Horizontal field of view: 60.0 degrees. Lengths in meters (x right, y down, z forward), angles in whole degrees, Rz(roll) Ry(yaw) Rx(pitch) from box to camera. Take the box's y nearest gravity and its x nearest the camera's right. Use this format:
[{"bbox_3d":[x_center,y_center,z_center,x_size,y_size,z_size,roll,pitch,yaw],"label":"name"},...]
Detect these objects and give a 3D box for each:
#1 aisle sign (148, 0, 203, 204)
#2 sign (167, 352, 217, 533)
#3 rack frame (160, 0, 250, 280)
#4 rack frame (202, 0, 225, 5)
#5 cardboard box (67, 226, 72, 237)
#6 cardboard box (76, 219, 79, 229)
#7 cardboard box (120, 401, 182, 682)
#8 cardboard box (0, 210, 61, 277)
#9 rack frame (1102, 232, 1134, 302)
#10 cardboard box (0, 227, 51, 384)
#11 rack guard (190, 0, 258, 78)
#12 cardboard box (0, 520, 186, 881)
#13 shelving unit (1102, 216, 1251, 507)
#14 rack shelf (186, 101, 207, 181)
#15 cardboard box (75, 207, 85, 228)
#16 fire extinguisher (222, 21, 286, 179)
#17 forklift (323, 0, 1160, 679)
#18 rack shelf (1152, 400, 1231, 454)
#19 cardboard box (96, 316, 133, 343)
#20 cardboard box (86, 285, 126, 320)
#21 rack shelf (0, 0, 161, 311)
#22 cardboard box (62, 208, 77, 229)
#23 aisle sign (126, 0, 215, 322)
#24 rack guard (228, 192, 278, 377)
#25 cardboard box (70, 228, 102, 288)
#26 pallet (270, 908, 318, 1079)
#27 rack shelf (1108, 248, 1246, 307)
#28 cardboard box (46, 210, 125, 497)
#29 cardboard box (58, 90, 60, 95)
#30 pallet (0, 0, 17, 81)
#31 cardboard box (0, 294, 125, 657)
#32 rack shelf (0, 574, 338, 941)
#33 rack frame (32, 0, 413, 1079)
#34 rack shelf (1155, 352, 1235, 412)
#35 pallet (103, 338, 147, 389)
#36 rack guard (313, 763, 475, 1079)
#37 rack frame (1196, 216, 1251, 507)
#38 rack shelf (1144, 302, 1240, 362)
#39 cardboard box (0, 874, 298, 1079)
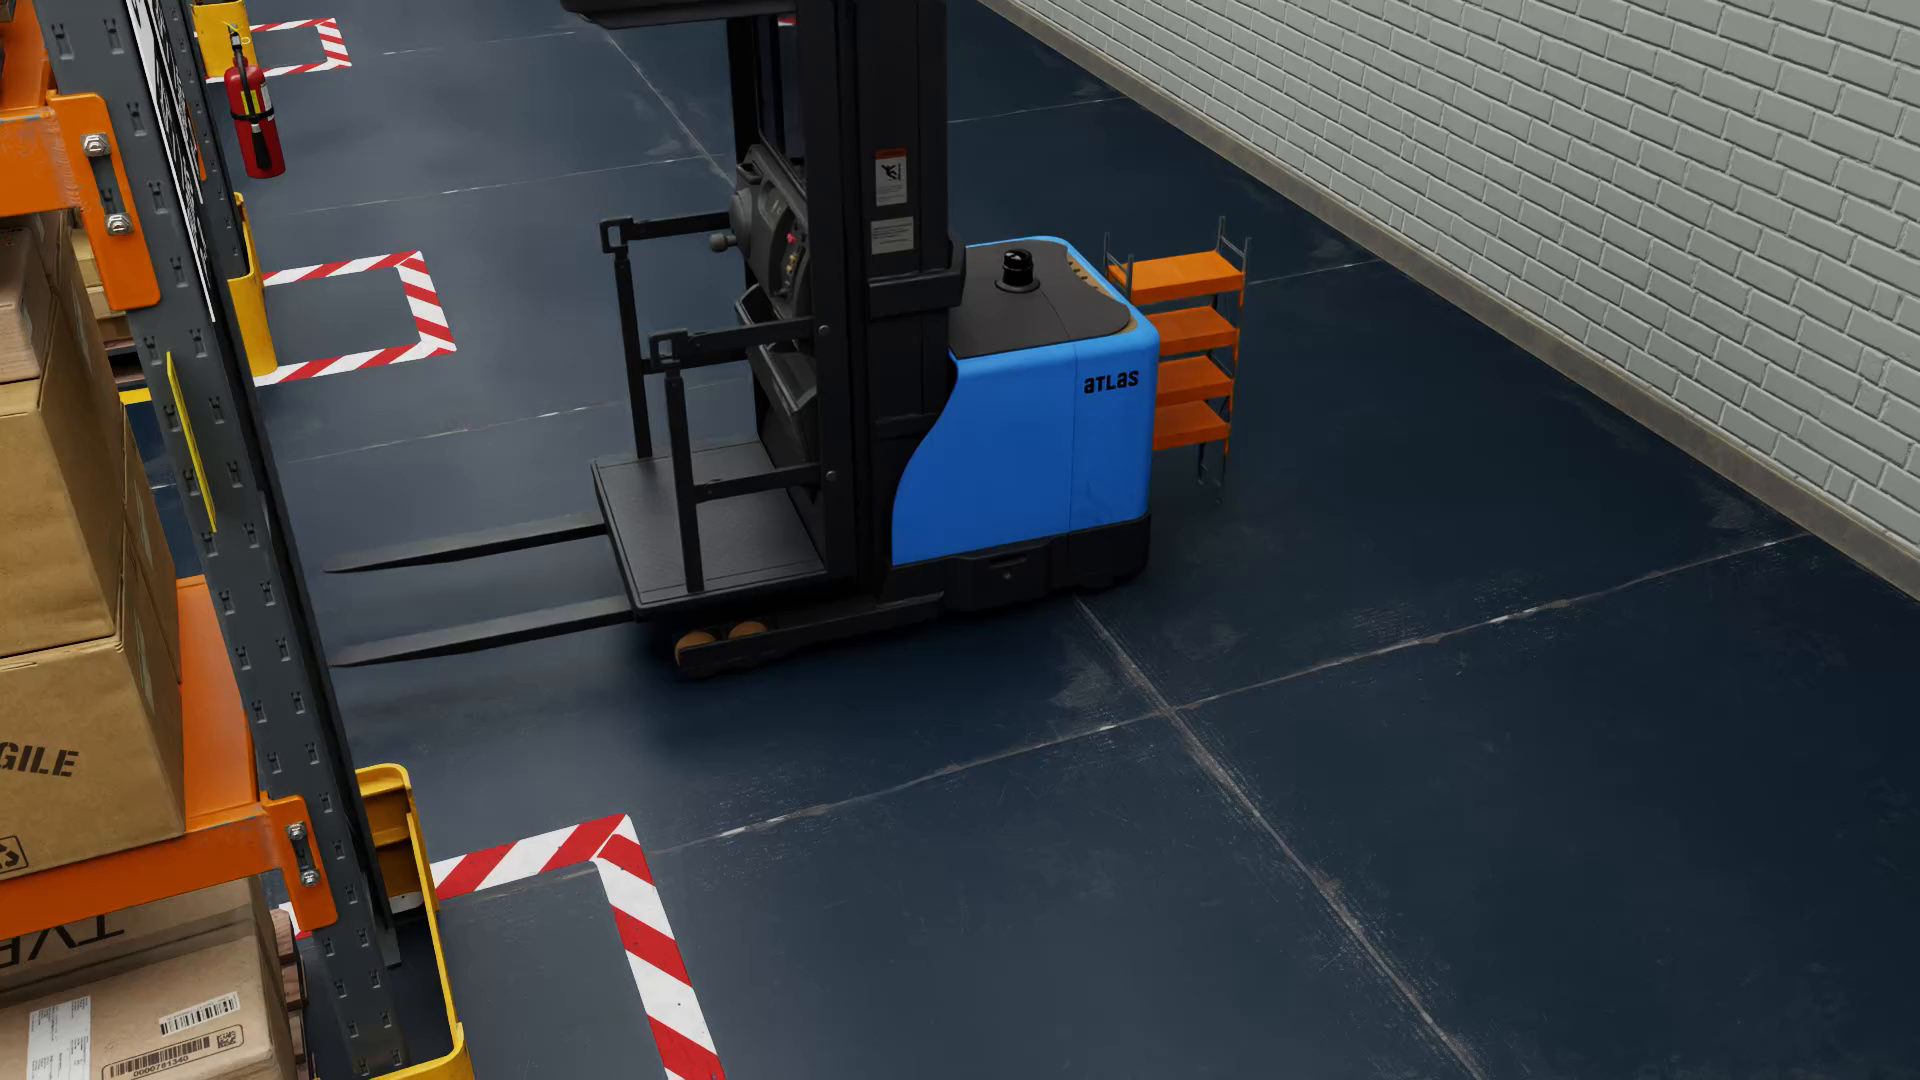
[{"bbox_3d":[-1.623,-1.115,3.330,0.004,0.787,0.394,-13,35,-19],"label":"aisle sign"},{"bbox_3d":[-1.379,-0.173,2.987,0.005,0.325,0.100,-13,35,-19],"label":"sign"},{"bbox_3d":[-3.586,-2.333,7.584,0.127,3.000,1.000,-13,35,-19],"label":"rack frame"},{"bbox_3d":[-5.413,-4.848,11.450,0.127,3.000,1.000,-13,35,-19],"label":"rack frame"},{"bbox_3d":[-4.230,-1.300,7.680,0.250,0.149,0.380,-12,35,-18],"label":"cardboard box"},{"bbox_3d":[-4.443,-1.427,8.149,0.250,0.149,0.380,-13,35,-19],"label":"cardboard box"},{"bbox_3d":[-2.130,0.050,3.831,0.500,0.500,0.500,-13,35,-19],"label":"cardboard box"},{"bbox_3d":[-2.011,-0.662,3.414,0.250,0.149,0.380,-12,35,-18],"label":"cardboard box"},{"bbox_3d":[0.599,-0.614,6.594,0.015,1.200,0.240,-11,35,-16],"label":"rack frame"},{"bbox_3d":[-1.830,-0.421,3.044,0.250,0.149,0.380,-12,35,-18],"label":"cardboard box"},{"bbox_3d":[-5.391,-3.805,12.140,0.348,0.500,1.175,-13,35,-19],"label":"rack guard"},{"bbox_3d":[-1.919,0.328,3.403,0.500,0.500,0.500,-13,35,-19],"label":"cardboard box"},{"bbox_3d":[0.829,-0.658,6.661,0.503,1.200,0.258,-11,35,-16],"label":"shelving unit"},{"bbox_3d":[-5.430,-1.609,7.132,4.000,0.370,1.077,-13,35,-19],"label":"rack shelf"},{"bbox_3d":[-4.201,-1.623,8.178,0.250,0.149,0.380,-15,36,-21],"label":"cardboard box"},{"bbox_3d":[-3.175,-1.965,7.432,0.183,0.674,0.296,-13,35,-19],"label":"fire extinguisher"},{"bbox_3d":[-0.839,-1.055,5.684,3.031,2.935,1.130,-11,35,-16],"label":"forklift"},{"bbox_3d":[0.829,-0.435,6.806,0.480,0.148,0.258,-11,35,-16],"label":"rack shelf"},{"bbox_3d":[-3.991,-1.098,7.915,0.250,0.149,0.380,-12,35,-18],"label":"cardboard box"},{"bbox_3d":[-3.962,-1.183,7.774,0.250,0.149,0.380,-14,36,-20],"label":"cardboard box"},{"bbox_3d":[-3.421,-0.398,2.521,4.000,0.370,1.077,-13,35,-19],"label":"rack shelf"},{"bbox_3d":[-4.408,-1.504,7.995,0.250,0.149,0.380,-12,35,-18],"label":"cardboard box"},{"bbox_3d":[-1.390,-0.814,2.866,0.004,0.787,0.394,-13,35,-19],"label":"aisle sign"},{"bbox_3d":[-3.656,-1.269,8.241,0.348,0.500,1.175,-13,35,-19],"label":"rack guard"},{"bbox_3d":[-3.976,-1.324,7.718,0.250,0.149,0.380,-12,35,-18],"label":"cardboard box"},{"bbox_3d":[-2.284,1.512,4.232,1.213,0.211,1.003,-13,35,-19],"label":"pallet"},{"bbox_3d":[0.829,-0.987,6.447,0.480,0.148,0.258,-11,35,-16],"label":"rack shelf"},{"bbox_3d":[-2.129,-0.368,3.556,0.500,0.500,0.500,-14,35,-20],"label":"cardboard box"},{"bbox_3d":[-4.021,-1.983,7.277,0.250,0.149,0.380,-13,35,-19],"label":"cardboard box"},{"bbox_3d":[-2.257,-0.923,2.749,1.213,0.211,1.003,-13,35,-19],"label":"pallet"},{"bbox_3d":[-1.929,-0.104,3.151,0.500,0.500,0.500,-12,35,-17],"label":"cardboard box"},{"bbox_3d":[-3.421,0.859,3.339,4.000,0.370,1.077,-13,35,-19],"label":"rack shelf"},{"bbox_3d":[-1.577,0.135,3.792,0.127,3.000,1.000,-13,35,-19],"label":"rack frame"},{"bbox_3d":[0.829,-0.602,6.698,0.480,0.148,0.258,-11,35,-16],"label":"rack shelf"},{"bbox_3d":[-4.419,-0.994,8.084,1.213,0.211,1.003,-13,35,-19],"label":"pallet"},{"bbox_3d":[-1.554,1.178,4.481,0.348,0.500,1.175,-13,35,-19],"label":"rack guard"},{"bbox_3d":[1.060,-0.702,6.729,0.015,1.200,0.240,-11,35,-16],"label":"rack frame"},{"bbox_3d":[0.829,-0.789,6.576,0.480,0.148,0.258,-11,35,-16],"label":"rack shelf"},{"bbox_3d":[-2.146,1.223,4.084,0.875,0.438,0.875,-14,36,-21],"label":"cardboard box"}]
